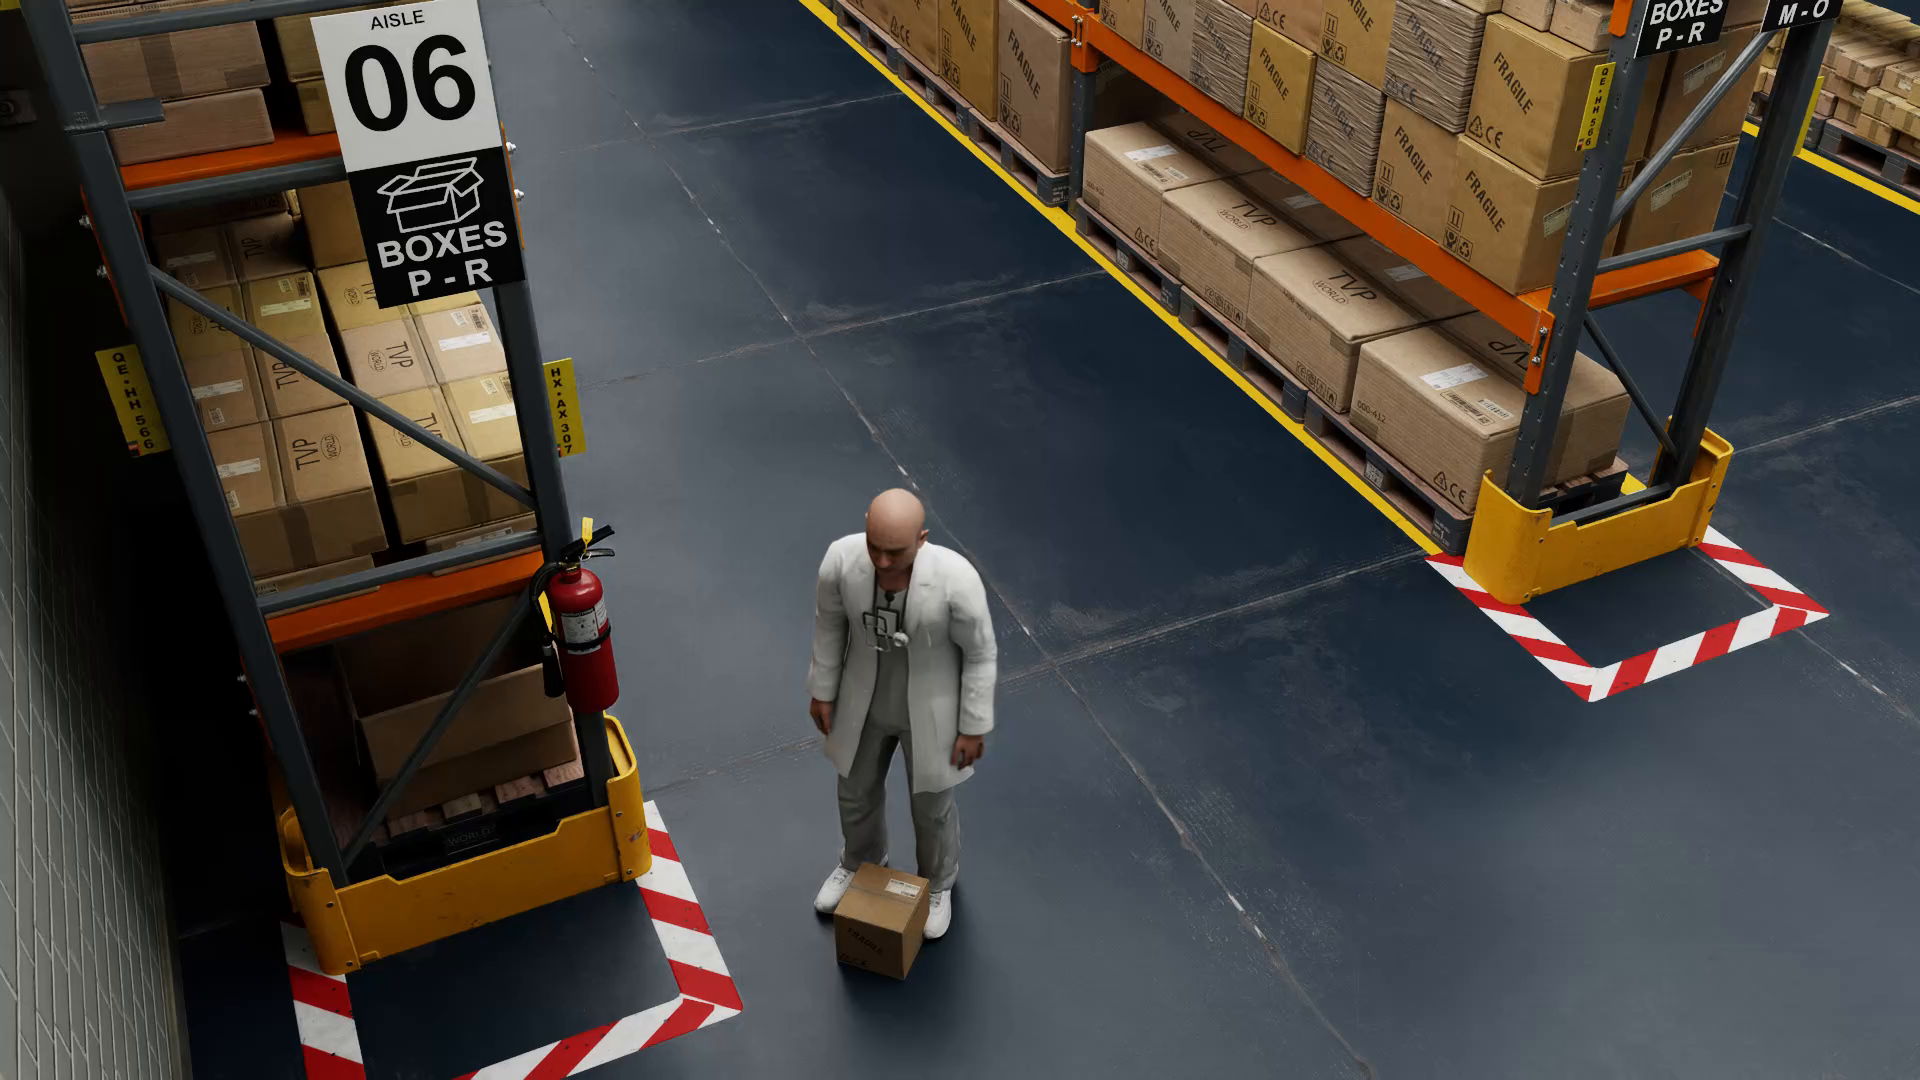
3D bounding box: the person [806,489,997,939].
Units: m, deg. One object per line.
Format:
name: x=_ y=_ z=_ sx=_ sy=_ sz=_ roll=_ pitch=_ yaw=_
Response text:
person: x=-0.194 y=0.550 z=5.426 sx=0.642 sy=1.774 sz=0.421 roll=12 pitch=38 yaw=15
